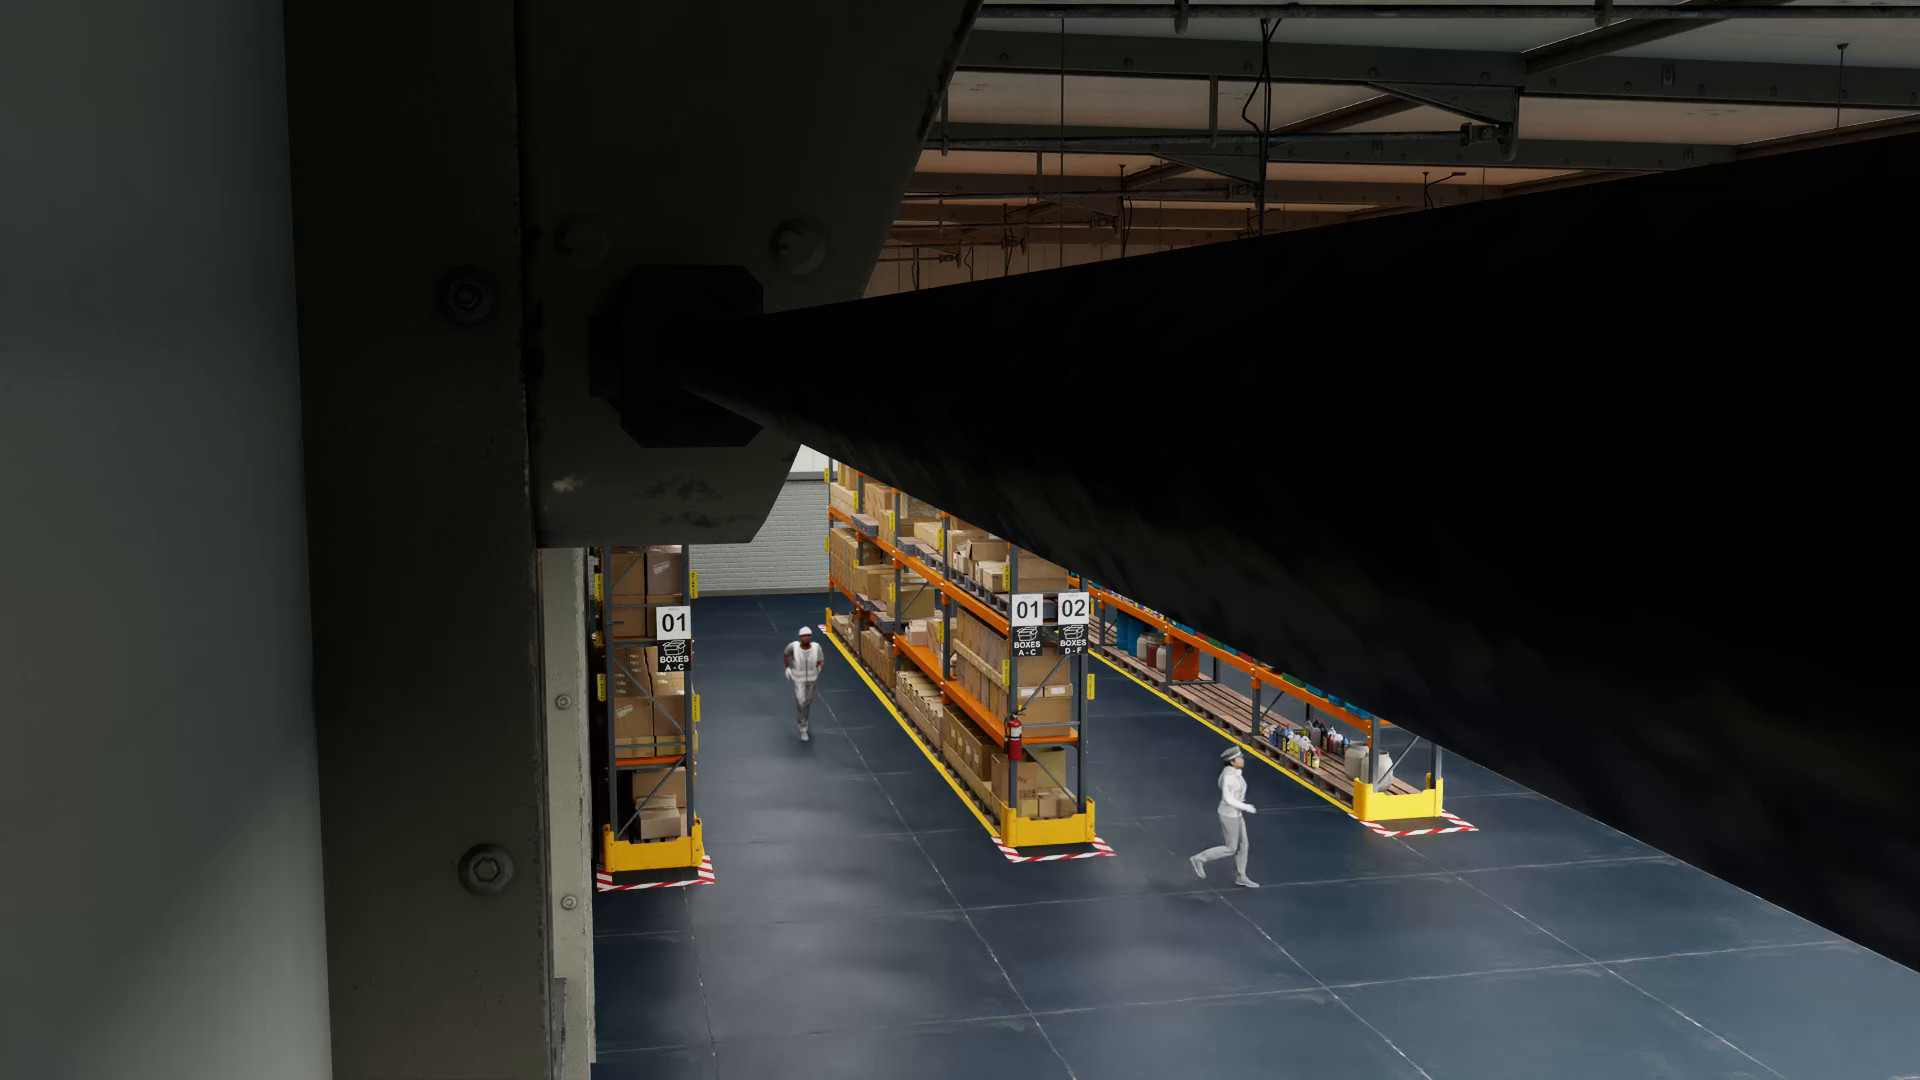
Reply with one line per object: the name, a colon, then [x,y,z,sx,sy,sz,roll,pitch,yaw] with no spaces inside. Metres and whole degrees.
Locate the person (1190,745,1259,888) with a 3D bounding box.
person: [3.104,3.215,19.401,0.801,1.696,0.625,1,7,10]

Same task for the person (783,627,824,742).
person: [-2.499,2.282,26.788,0.599,1.828,0.918,-3,7,-22]
